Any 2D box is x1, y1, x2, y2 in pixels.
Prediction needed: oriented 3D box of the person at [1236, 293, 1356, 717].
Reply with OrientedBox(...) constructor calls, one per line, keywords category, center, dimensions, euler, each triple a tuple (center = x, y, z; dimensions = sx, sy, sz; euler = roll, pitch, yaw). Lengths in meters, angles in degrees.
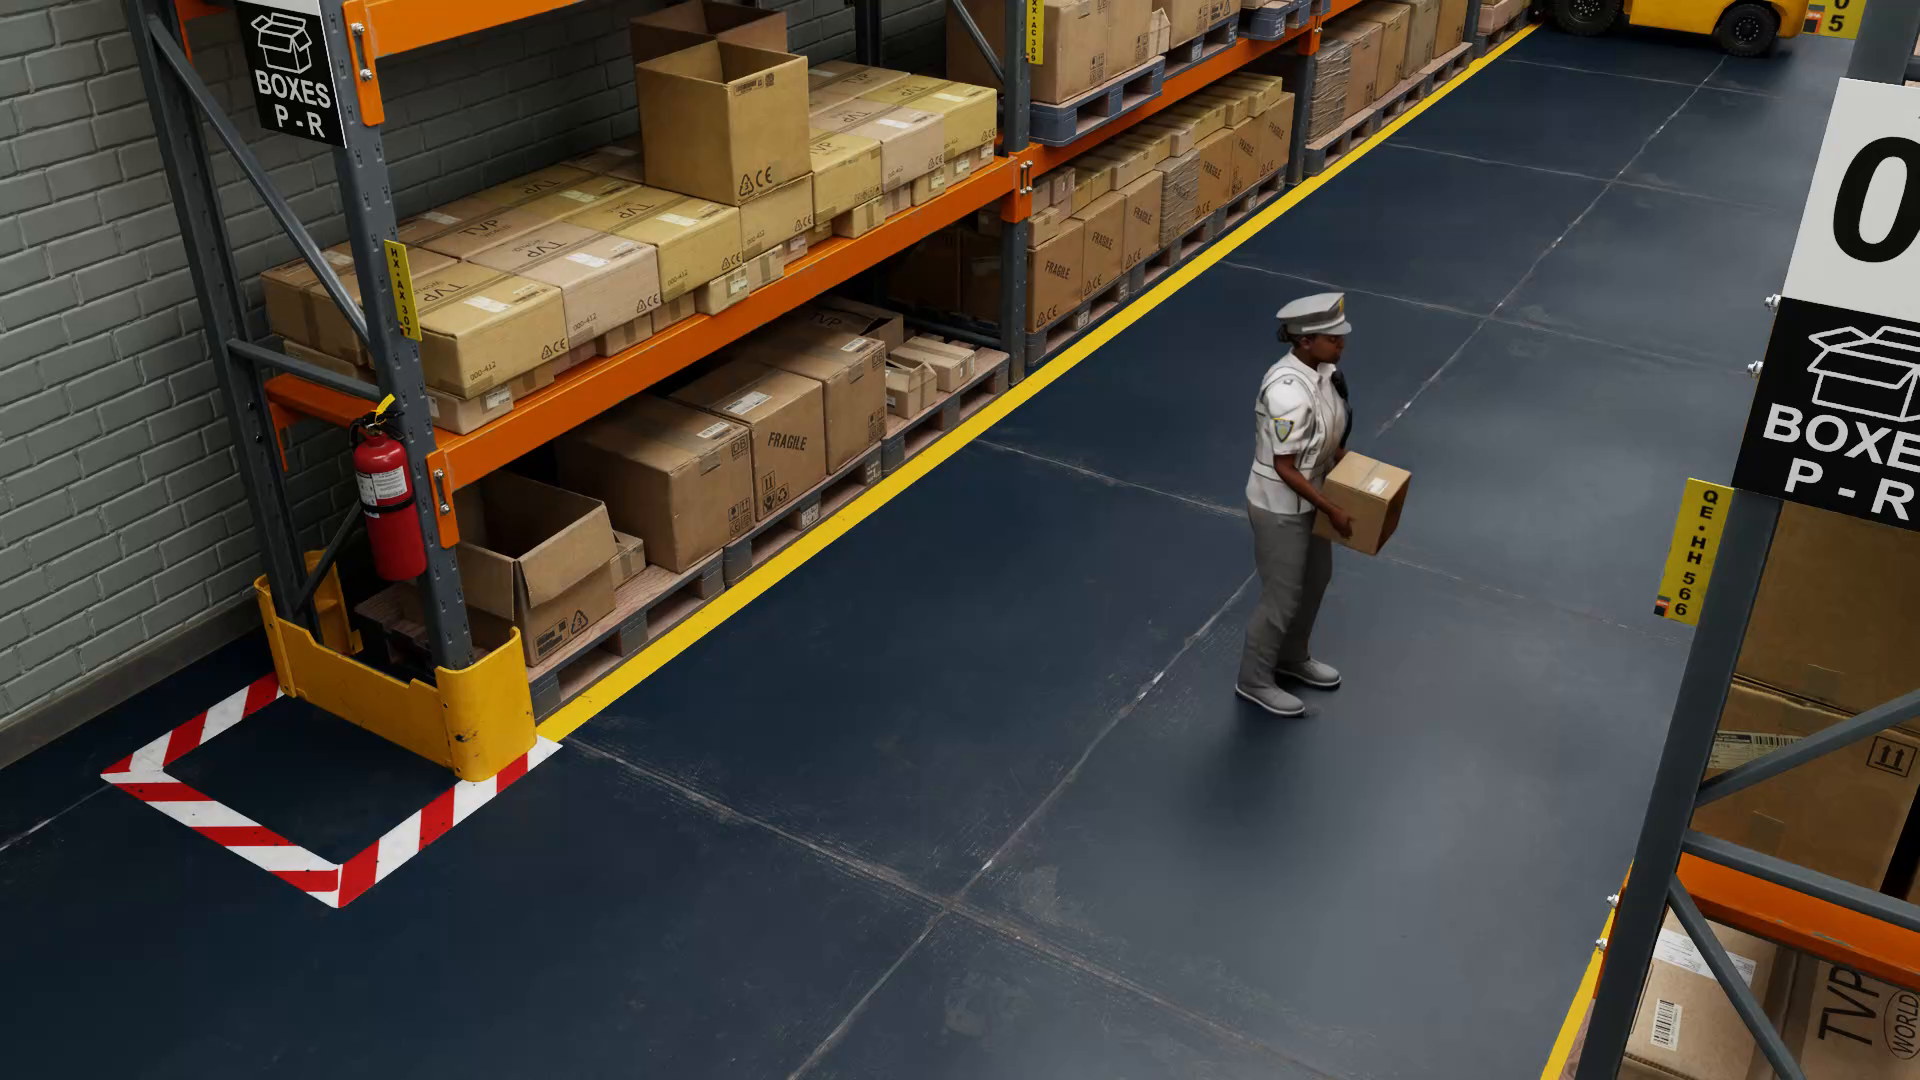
OrientedBox(category="person", center=(1.336, -0.137, 6.334), dimensions=(0.478, 1.690, 0.473), euler=(17, 35, 27))
